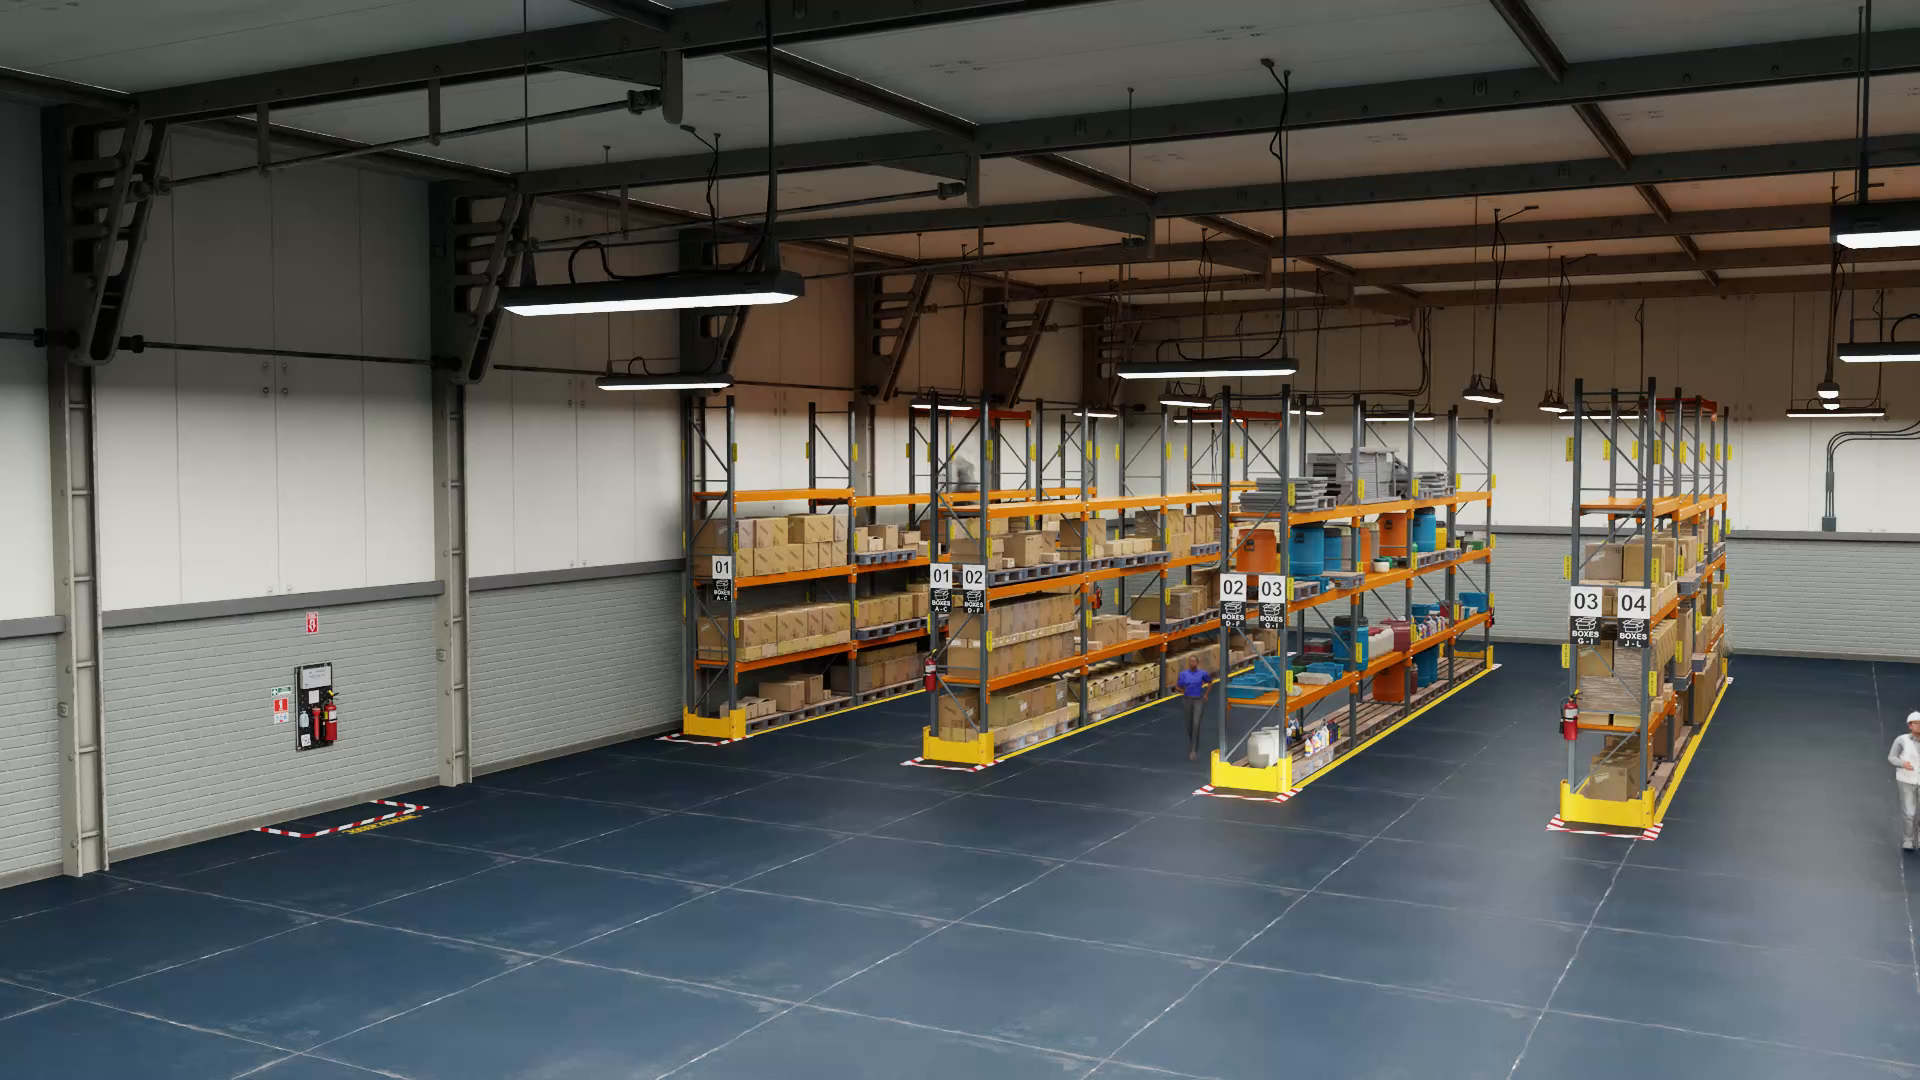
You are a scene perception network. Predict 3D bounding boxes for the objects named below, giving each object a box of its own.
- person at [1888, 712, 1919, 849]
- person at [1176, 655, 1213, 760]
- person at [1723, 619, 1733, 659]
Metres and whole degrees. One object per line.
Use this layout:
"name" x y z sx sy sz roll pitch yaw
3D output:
"person" 11.957 3.028 20.755 0.657 1.751 0.597 1 3 20
"person" 3.835 2.715 27.354 0.576 1.665 0.921 1 3 17
"person" 17.089 2.202 37.480 0.543 1.630 0.678 -2 4 -32
